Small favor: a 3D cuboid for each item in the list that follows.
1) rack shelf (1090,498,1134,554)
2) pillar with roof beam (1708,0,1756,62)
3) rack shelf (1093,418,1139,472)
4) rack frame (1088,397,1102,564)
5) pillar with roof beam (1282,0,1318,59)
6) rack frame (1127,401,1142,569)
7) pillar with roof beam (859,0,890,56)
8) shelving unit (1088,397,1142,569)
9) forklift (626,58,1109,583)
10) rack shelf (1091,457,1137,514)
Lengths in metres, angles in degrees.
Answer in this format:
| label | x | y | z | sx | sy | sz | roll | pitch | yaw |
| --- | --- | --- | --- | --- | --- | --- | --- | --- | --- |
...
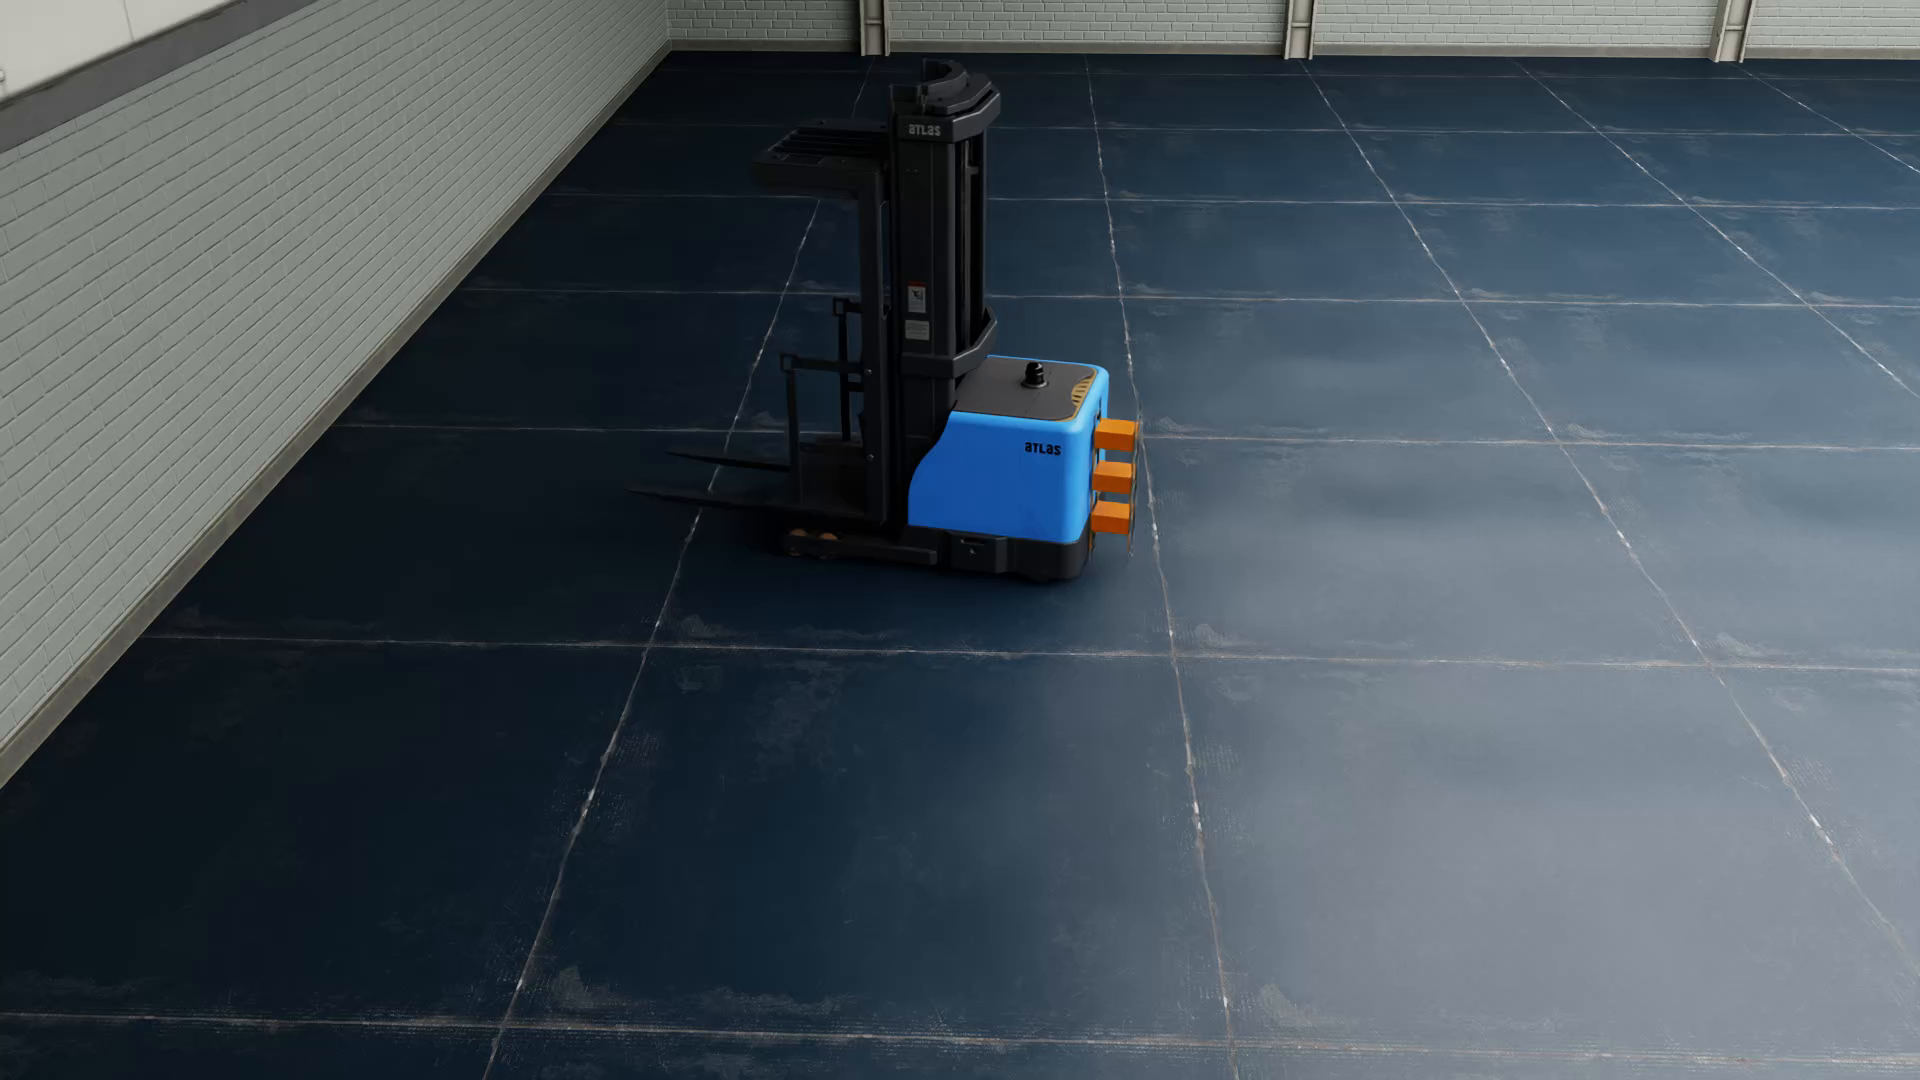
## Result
| label | x | y | z | sx | sy | sz | roll | pitch | yaw |
| --- | --- | --- | --- | --- | --- | --- | --- | --- | --- |
| rack shelf | 0.948 | -0.089 | 10.339 | 0.240 | 0.259 | 0.215 | 7 | 29 | 13 |
| pillar with roof beam | 10.630 | -8.729 | 17.535 | 0.400 | 9.000 | 9.100 | 1 | 28 | 2 |
| rack shelf | 0.948 | -0.586 | 10.076 | 0.240 | 0.259 | 0.215 | 7 | 29 | 13 |
| rack frame | 0.830 | -0.359 | 10.231 | 0.008 | 1.050 | 0.200 | 7 | 29 | 13 |
| pillar with roof beam | 4.634 | -8.828 | 17.722 | 0.400 | 9.000 | 9.100 | 1 | 28 | 2 |
| rack frame | 1.066 | -0.330 | 10.177 | 0.008 | 1.050 | 0.200 | 7 | 29 | 13 |
| pillar with roof beam | -1.362 | -8.928 | 17.909 | 0.400 | 9.000 | 9.100 | 1 | 28 | 2 |
| shelving unit | 0.948 | -0.344 | 10.204 | 0.252 | 1.050 | 0.215 | 7 | 29 | 13 |
| forklift | -0.627 | -1.399 | 10.186 | 3.031 | 2.935 | 1.130 | 7 | 29 | 13 |
| rack shelf | 0.948 | -0.335 | 10.209 | 0.240 | 0.259 | 0.215 | 7 | 29 | 13 |
